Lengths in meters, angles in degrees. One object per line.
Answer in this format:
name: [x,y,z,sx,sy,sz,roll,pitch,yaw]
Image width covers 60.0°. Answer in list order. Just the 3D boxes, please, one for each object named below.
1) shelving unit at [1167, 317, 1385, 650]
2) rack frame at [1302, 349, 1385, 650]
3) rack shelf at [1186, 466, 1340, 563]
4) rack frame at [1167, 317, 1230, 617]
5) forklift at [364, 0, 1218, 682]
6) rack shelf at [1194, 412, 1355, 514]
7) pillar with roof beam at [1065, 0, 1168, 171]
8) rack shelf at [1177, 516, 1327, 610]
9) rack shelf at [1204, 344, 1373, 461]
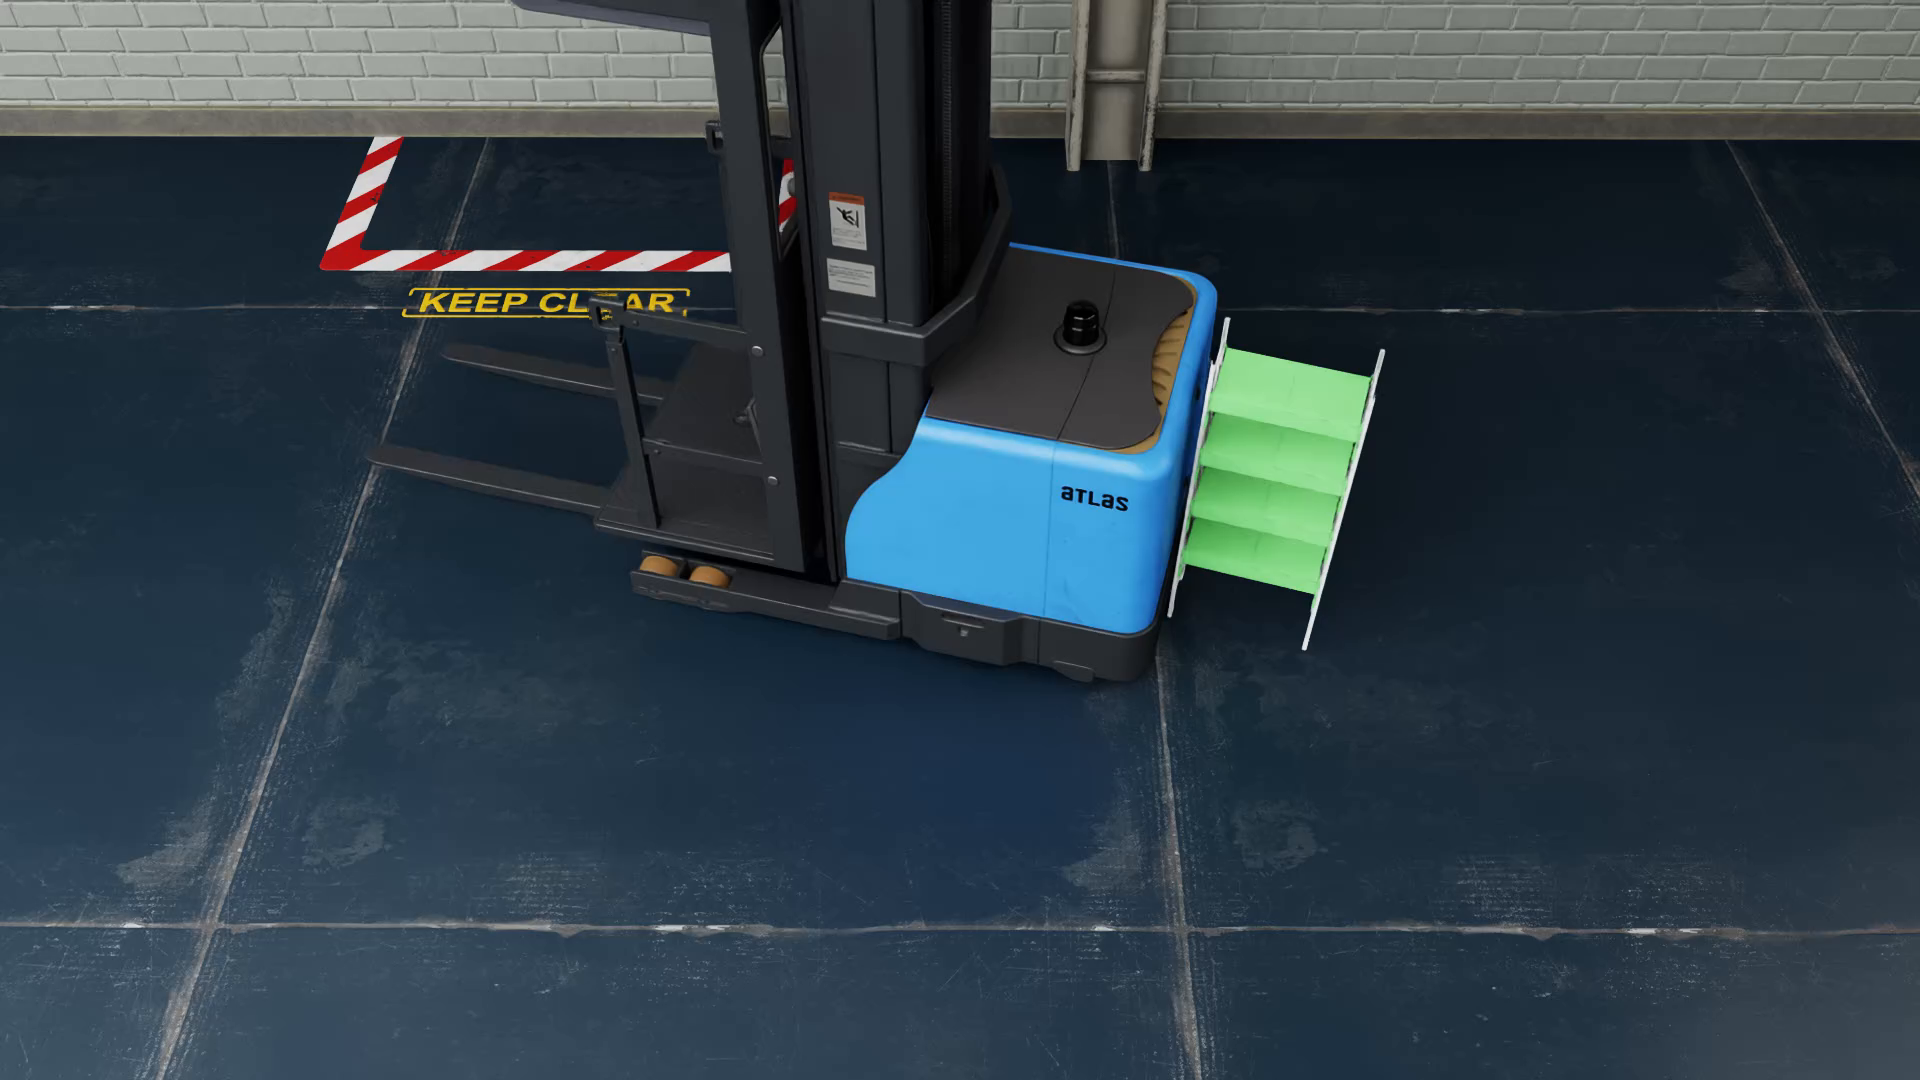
shelving unit: [1.032,-0.157,5.569,0.503,1.200,0.258,14,49,11]
rack frame: [1.265,-0.101,5.523,0.015,1.200,0.240,14,49,11]
rack shelf: [1.031,-0.113,5.616,0.480,0.148,0.258,14,49,11]
rack frame: [0.799,-0.213,5.614,0.015,1.200,0.240,14,49,11]
forklift: [-0.691,-1.106,5.277,3.031,2.935,1.130,11,48,10]
rack shelf: [1.035,-0.276,5.439,0.480,0.148,0.258,14,49,11]
pillar with roof beam: [0.692,-1.777,1.756,0.400,9.000,9.100,0,47,0]
rack shelf: [1.026,0.049,5.792,0.480,0.148,0.258,14,49,11]
rack shelf: [1.040,-0.438,5.262,0.480,0.148,0.258,14,49,11]
